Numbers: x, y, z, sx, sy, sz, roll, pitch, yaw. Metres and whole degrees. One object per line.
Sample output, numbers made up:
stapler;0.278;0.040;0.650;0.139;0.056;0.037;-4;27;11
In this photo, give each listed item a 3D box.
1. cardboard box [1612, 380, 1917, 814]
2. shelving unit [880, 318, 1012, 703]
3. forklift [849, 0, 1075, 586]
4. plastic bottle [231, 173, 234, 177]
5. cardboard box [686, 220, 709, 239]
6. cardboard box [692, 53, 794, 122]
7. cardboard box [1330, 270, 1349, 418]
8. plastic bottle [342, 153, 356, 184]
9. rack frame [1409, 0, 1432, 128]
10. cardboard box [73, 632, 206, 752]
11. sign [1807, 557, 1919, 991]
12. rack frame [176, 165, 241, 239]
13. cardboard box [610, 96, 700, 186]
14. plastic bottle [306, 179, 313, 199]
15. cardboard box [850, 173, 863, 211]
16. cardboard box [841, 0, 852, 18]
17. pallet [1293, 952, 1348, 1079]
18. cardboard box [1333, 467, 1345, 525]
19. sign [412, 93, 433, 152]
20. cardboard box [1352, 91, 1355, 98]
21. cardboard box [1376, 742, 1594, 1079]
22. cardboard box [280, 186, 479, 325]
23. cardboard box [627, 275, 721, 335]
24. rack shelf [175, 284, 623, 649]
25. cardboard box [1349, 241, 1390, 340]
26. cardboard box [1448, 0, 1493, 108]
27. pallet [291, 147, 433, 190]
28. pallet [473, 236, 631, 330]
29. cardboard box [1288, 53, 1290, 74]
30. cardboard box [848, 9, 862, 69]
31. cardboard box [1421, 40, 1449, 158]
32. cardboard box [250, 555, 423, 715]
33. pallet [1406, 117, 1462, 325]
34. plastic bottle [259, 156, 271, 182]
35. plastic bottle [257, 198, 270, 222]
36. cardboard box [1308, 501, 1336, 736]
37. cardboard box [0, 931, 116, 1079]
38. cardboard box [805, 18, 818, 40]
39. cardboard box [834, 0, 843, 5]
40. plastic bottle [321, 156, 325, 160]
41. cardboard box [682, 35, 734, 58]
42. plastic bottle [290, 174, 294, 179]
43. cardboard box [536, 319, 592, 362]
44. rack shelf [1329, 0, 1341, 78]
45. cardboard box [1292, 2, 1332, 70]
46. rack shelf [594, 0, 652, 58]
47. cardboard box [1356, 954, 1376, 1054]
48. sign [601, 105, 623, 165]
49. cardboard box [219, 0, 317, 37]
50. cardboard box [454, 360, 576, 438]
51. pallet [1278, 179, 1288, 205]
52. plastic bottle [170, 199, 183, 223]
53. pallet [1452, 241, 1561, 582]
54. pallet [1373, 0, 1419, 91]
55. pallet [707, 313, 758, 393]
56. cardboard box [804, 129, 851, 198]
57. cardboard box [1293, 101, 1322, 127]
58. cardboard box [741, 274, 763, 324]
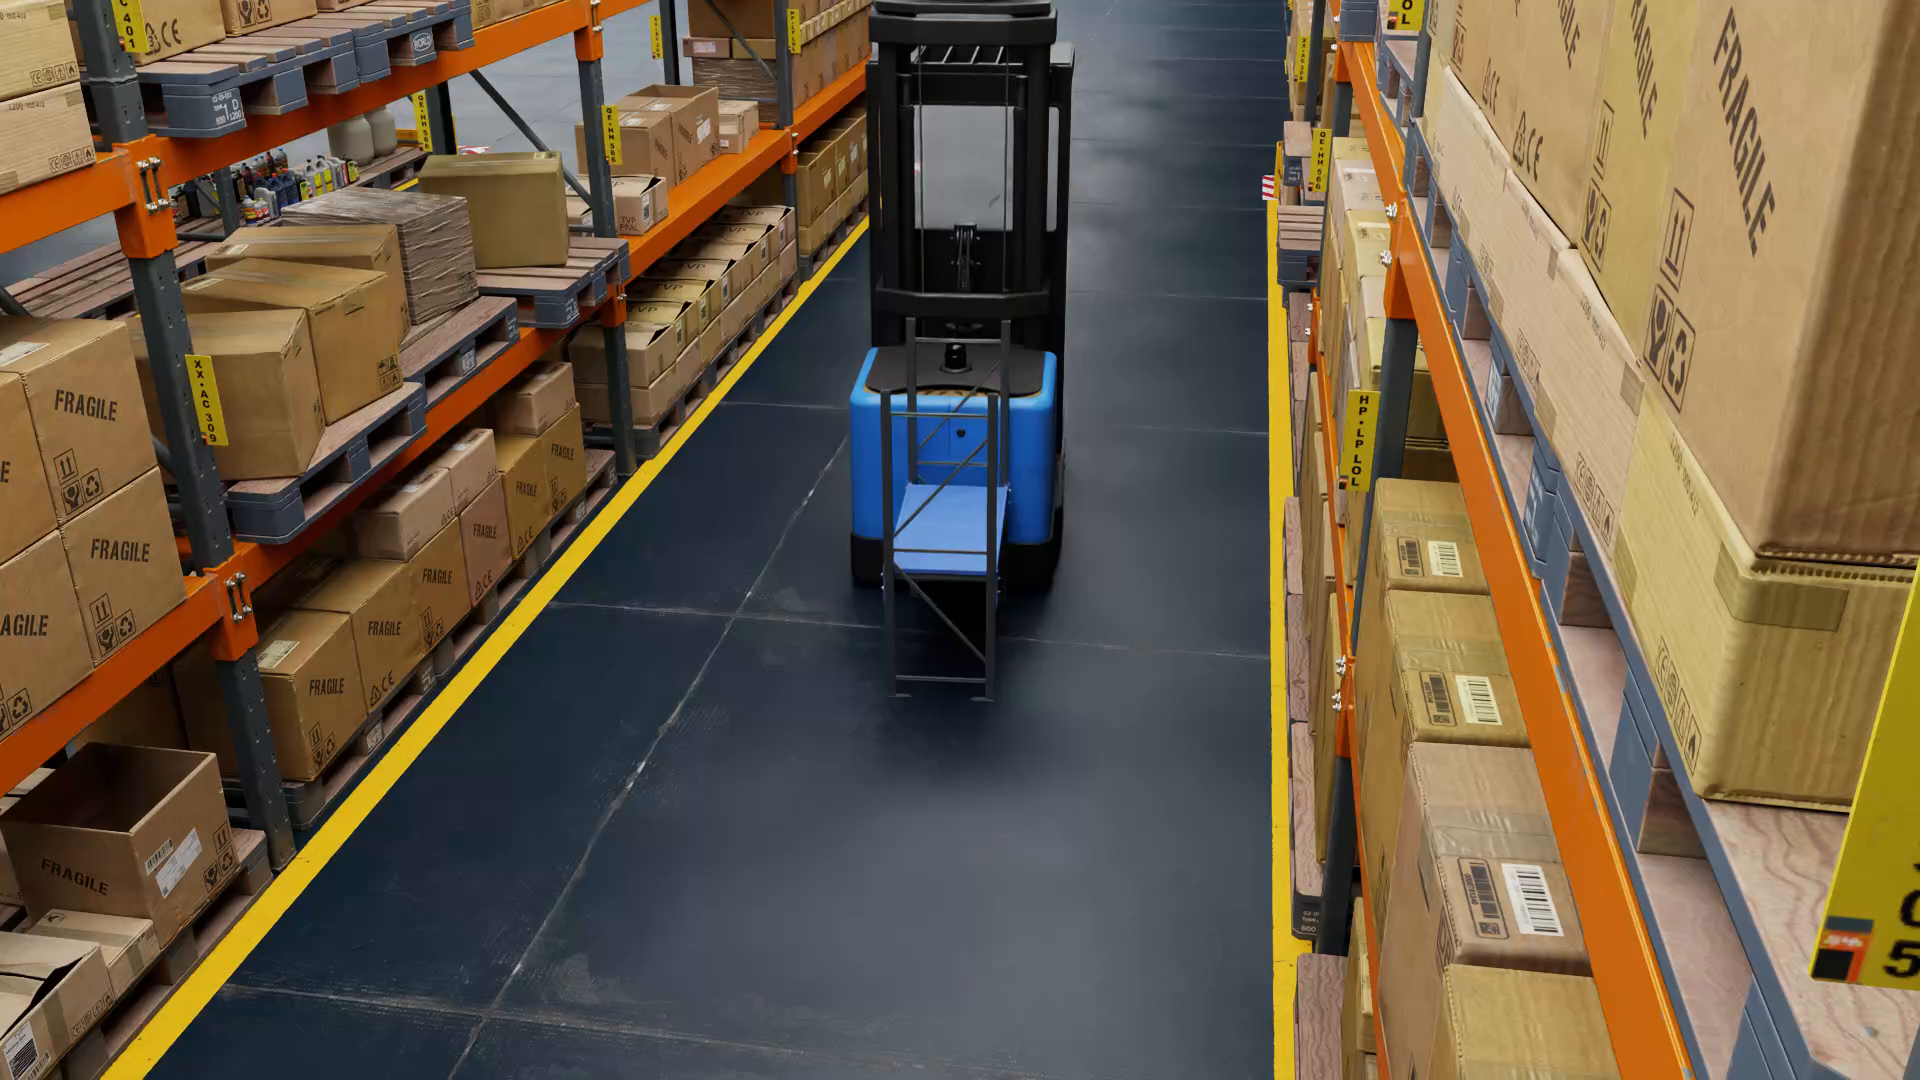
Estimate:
cardboard box;0.964;0.043;1.645;0.500;0.250;0.500;5;26;10
shelving unit;-0.049;-0.161;7.825;0.538;1.500;1.048;2;25;4
forklift;0.066;-1.679;9.379;1.130;2.935;3.031;2;25;4
plastic bottle;-6.801;-3.316;15.401;0.144;0.351;0.185;4;25;8
cardboard box;-2.220;-2.301;12.714;0.500;0.311;0.500;4;25;8
cardboard box;-1.754;-3.698;13.494;0.700;0.500;0.500;3;25;7
cardboard box;1.828;-0.812;6.953;0.500;0.500;0.500;5;25;10
plastic bottle;-5.921;-3.605;16.098;0.061;0.283;0.133;5;25;10
rack frame;1.760;-2.496;3.968;1.000;3.000;0.127;4;25;9
cardboard box;-3.330;0.586;6.890;0.500;0.500;0.500;4;25;8
sign;0.573;0.127;0.952;0.100;0.325;0.005;4;25;9
rack frame;-6.706;-3.812;13.855;1.000;3.000;0.127;4;25;9
cardboard box;-2.130;-2.762;11.495;0.500;0.500;0.500;4;25;9
plastic bottle;-6.065;-3.248;15.433;0.097;0.201;0.097;0;25;0
cardboard box;-1.196;-3.212;15.321;0.500;0.250;0.500;4;25;9
cardboard box;-1.210;-4.874;15.242;0.380;0.149;0.250;5;26;10
pallet;1.559;1.796;5.163;1.003;0.211;1.213;4;25;9
cardboard box;1.626;-0.163;6.332;0.380;0.149;0.250;4;25;9
sign;-3.022;-2.355;9.378;0.100;0.325;0.005;4;25;9
cardboard box;2.776;-2.648;10.733;0.700;0.500;0.500;8;26;16
cardboard box;1.421;0.921;3.391;0.980;0.700;0.700;3;25;6
cardboard box;-2.803;-1.389;8.066;0.700;0.500;0.500;9;27;18
cardboard box;-1.935;-1.625;11.270;0.500;0.311;0.500;3;25;7
rack shelf;-2.801;-0.632;7.910;1.077;0.370;4.000;4;25;9
cardboard box;1.760;-0.948;6.359;0.500;0.250;0.500;5;25;10
cardboard box;1.289;-1.151;3.311;0.500;0.500;0.500;3;25;7
pallet;-6.157;-3.847;17.220;1.003;0.211;1.213;4;25;9
pallet;-2.515;-1.419;8.969;1.213;0.211;1.003;4;25;9
cardboard box;3.257;-4.339;15.135;0.500;0.250;0.500;3;25;7
cardboard box;-1.336;-4.771;15.786;0.700;0.500;0.500;5;25;10
cardboard box;1.387;-1.035;3.947;0.500;0.250;0.500;4;25;8
cardboard box;-2.732;0.403;7.281;0.500;0.500;0.500;4;25;9
pallet;1.616;-0.756;3.893;1.003;0.211;1.213;4;25;9
plastic bottle;-6.712;-3.568;16.034;0.097;0.271;0.097;0;25;0
plastic bottle;-6.189;-2.931;14.756;0.097;0.201;0.097;0;25;0
cardboard box;1.880;0.351;7.001;0.750;0.750;0.750;5;26;10
cardboard box;-3.063;1.469;5.226;0.500;0.311;0.500;4;25;9
cardboard box;-1.419;-4.332;14.084;0.380;0.149;0.250;3;25;7
cardboard box;-1.426;-5.125;15.012;0.700;0.500;0.500;4;25;9
plastic bottle;-6.094;-3.559;15.999;0.061;0.283;0.133;4;25;9
cardboard box;-1.987;-3.934;13.234;0.380;0.149;0.250;4;25;8
plastic bottle;-6.147;-3.227;15.305;0.097;0.271;0.097;0;25;0
cardboard box;-2.631;-1.229;10.424;0.500;0.311;0.500;5;25;10
rack shelf;2.741;-3.321;10.118;1.077;0.370;4.000;4;25;9
cardboard box;3.093;-4.262;14.085;0.500;0.500;0.500;5;26;10
rack shelf;-2.147;-3.663;10.848;1.077;0.370;4.000;4;25;9
cardboard box;1.301;1.305;4.611;0.380;0.149;0.250;5;26;10
sign;-1.937;-2.249;9.243;0.100;0.325;0.005;4;25;9
cardboard box;-2.886;-2.247;6.242;0.600;0.600;0.600;4;25;8
cardboard box;-2.400;-0.769;8.900;0.500;0.250;0.500;5;26;11
pallet;3.541;-3.166;15.765;1.003;0.211;1.213;4;25;9
plastic bottle;-6.954;-2.917;14.725;0.097;0.201;0.097;0;25;0
pallet;1.414;-0.247;2.807;1.003;0.211;1.213;4;25;9
pallet;2.181;-1.984;6.635;1.003;0.211;1.213;5;26;11
pallet;-2.099;-1.381;11.952;1.003;0.211;1.213;4;25;9
cardboard box;-1.272;-3.342;14.715;0.500;0.500;0.500;4;25;9
cardboard box;2.846;-3.285;12.884;0.500;0.250;0.500;4;25;9
cardboard box;-1.770;-1.793;12.290;0.500;0.250;0.500;5;25;10
